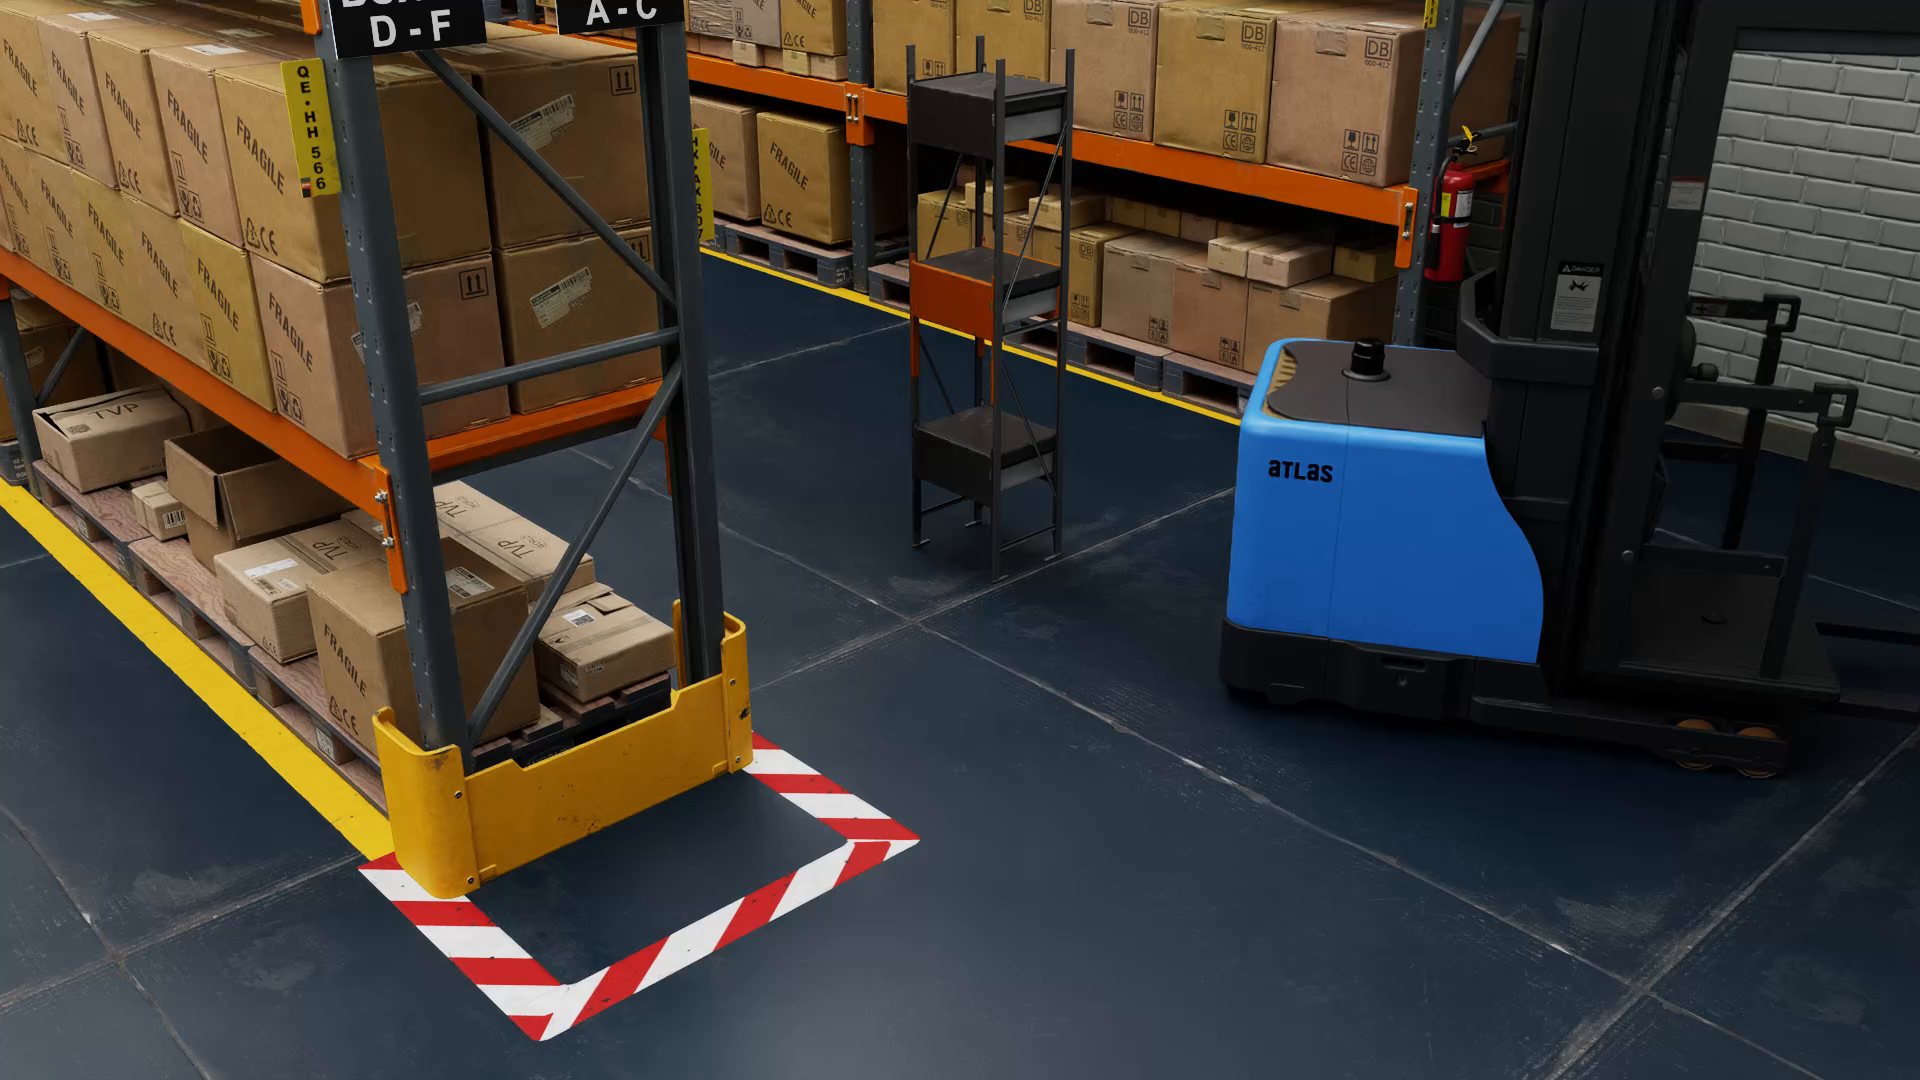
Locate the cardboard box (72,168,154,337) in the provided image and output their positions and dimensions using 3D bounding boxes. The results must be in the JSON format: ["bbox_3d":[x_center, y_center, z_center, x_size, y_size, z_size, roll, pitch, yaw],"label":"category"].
[{"bbox_3d":[-2.707,-1.051,5.818,0.500,0.500,0.500,-22,32,-39],"label":"cardboard box"}]

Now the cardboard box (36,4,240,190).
[{"bbox_3d":[-2.724,-1.506,5.613,0.500,0.500,0.500,-20,31,-37],"label":"cardboard box"}]

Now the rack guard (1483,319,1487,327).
[{"bbox_3d":[2.466,-0.747,8.285,1.175,0.500,0.348,-21,32,-38],"label":"rack guard"}]

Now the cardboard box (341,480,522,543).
[{"bbox_3d":[-2.012,0.018,6.380,0.500,0.250,0.500,-21,32,-38],"label":"cardboard box"}]

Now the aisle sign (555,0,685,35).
[{"bbox_3d":[-0.903,-1.730,4.297,0.394,0.787,0.004,-21,32,-38],"label":"aisle sign"}]

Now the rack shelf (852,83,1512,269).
[{"bbox_3d":[1.082,-2.170,9.260,1.077,0.370,4.000,-21,32,-38],"label":"rack shelf"}]

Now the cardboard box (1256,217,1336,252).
[{"bbox_3d":[1.782,-1.596,8.859,0.380,0.149,0.250,-21,32,-38],"label":"cardboard box"}]

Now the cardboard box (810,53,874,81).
[{"bbox_3d":[-0.722,-3.020,10.535,0.380,0.149,0.250,-21,32,-38],"label":"cardboard box"}]

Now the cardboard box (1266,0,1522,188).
[{"bbox_3d":[2.093,-2.180,8.052,0.980,0.700,0.700,-20,31,-36],"label":"cardboard box"}]

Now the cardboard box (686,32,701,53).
[{"bbox_3d":[-1.732,-3.501,11.589,0.380,0.149,0.250,-20,31,-37],"label":"cardboard box"}]

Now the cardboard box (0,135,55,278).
[{"bbox_3d":[-3.396,-1.356,6.489,0.500,0.500,0.500,-21,32,-38],"label":"cardboard box"}]

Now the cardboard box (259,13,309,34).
[{"bbox_3d":[-1.976,-1.504,5.607,0.500,0.500,0.500,-21,32,-38],"label":"cardboard box"}]

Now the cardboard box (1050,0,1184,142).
[{"bbox_3d":[1.074,-2.630,9.040,0.700,0.700,0.980,22,32,39],"label":"cardboard box"}]

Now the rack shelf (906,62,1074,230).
[{"bbox_3d":[0.113,-1.530,6.419,0.431,0.518,0.480,-21,32,-38],"label":"rack shelf"}]

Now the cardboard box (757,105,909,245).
[{"bbox_3d":[-0.824,-2.476,11.148,0.750,0.750,0.750,-21,32,-38],"label":"cardboard box"}]

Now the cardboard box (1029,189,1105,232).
[{"bbox_3d":[0.609,-1.883,9.488,0.380,0.149,0.250,-22,33,-40],"label":"cardboard box"}]

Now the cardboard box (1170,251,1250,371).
[{"bbox_3d":[1.556,-1.280,8.949,0.700,0.500,0.500,-21,32,-39],"label":"cardboard box"}]

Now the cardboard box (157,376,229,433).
[{"bbox_3d":[-3.302,-0.668,7.581,0.500,0.500,0.500,-21,32,-38],"label":"cardboard box"}]

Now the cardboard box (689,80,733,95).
[{"bbox_3d":[-2.018,-3.001,12.298,0.750,0.750,0.750,-21,32,-39],"label":"cardboard box"}]

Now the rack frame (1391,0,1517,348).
[{"bbox_3d":[2.449,-1.891,7.782,1.000,3.000,0.127,-21,32,-38],"label":"rack frame"}]

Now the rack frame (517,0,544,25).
[{"bbox_3d":[-3.019,-4.315,13.095,1.000,3.000,0.127,-21,32,-38],"label":"rack frame"}]

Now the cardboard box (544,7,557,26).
[{"bbox_3d":[-2.963,-4.045,12.780,0.380,0.149,0.250,-22,32,-39],"label":"cardboard box"}]

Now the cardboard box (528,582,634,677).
[{"bbox_3d":[-1.370,0.304,5.854,0.380,0.166,0.250,-21,32,-38],"label":"cardboard box"}]

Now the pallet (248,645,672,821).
[{"bbox_3d":[-1.762,0.520,5.857,1.003,0.211,1.213,-21,32,-38],"label":"pallet"}]

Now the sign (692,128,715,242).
[{"bbox_3d":[-0.768,-1.033,4.857,0.100,0.325,0.005,-21,32,-38],"label":"sign"}]

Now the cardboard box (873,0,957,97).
[{"bbox_3d":[0.074,-3.071,10.006,0.980,0.700,0.700,-21,32,-38],"label":"cardboard box"}]

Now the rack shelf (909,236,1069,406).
[{"bbox_3d":[0.113,-0.893,6.710,0.431,0.518,0.480,-21,32,-38],"label":"rack shelf"}]

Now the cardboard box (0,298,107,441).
[{"bbox_3d":[-4.445,-0.828,7.933,0.500,0.500,0.500,-21,32,-39],"label":"cardboard box"}]

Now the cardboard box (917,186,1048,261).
[{"bbox_3d":[0.152,-1.901,10.310,0.700,0.500,0.500,-21,32,-38],"label":"cardboard box"}]

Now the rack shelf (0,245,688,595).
[{"bbox_3d":[-2.531,-0.764,6.177,1.077,0.370,4.000,-21,32,-38],"label":"rack shelf"}]

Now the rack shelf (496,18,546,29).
[{"bbox_3d":[-4.386,-4.594,14.572,1.077,0.370,4.000,-21,32,-38],"label":"rack shelf"}]

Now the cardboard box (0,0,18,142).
[{"bbox_3d":[-3.428,-1.818,6.297,0.500,0.500,0.500,-22,33,-40],"label":"cardboard box"}]

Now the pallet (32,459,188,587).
[{"bbox_3d":[-3.429,-0.220,7.478,1.003,0.211,1.213,-21,32,-38],"label":"pallet"}]

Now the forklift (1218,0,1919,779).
[{"bbox_3d":[2.509,-0.788,5.446,3.031,2.935,1.130,7,25,14],"label":"forklift"}]

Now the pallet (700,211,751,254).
[{"bbox_3d":[-1.705,-2.417,12.293,1.003,0.211,1.213,-21,32,-38],"label":"pallet"}]

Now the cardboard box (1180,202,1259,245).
[{"bbox_3d":[1.437,-1.749,9.194,0.380,0.149,0.250,-21,32,-38],"label":"cardboard box"}]

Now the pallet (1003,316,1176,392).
[{"bbox_3d":[1.016,-1.212,9.653,1.003,0.211,1.213,-21,32,-38],"label":"pallet"}]

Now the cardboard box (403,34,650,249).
[{"bbox_3d":[-1.275,-1.195,4.929,0.500,0.500,0.500,-20,31,-37],"label":"cardboard box"}]

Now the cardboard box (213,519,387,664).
[{"bbox_3d":[-2.343,0.175,6.036,0.500,0.250,0.500,-21,32,-38],"label":"cardboard box"}]

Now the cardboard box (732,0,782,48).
[{"bbox_3d":[-1.140,-3.513,10.834,0.500,0.500,0.500,-21,32,-38],"label":"cardboard box"}]

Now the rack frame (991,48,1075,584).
[{"bbox_3d":[0.280,-0.831,6.542,0.400,2.100,0.015,-21,32,-38],"label":"rack frame"}]

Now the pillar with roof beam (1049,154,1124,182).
[{"bbox_3d":[-2.317,-4.645,6.589,9.100,9.000,0.400,-21,32,-38],"label":"pillar with roof beam"}]

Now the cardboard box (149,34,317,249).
[{"bbox_3d":[-2.015,-1.195,4.930,0.500,0.500,0.500,-20,31,-37],"label":"cardboard box"}]

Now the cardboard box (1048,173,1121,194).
[{"bbox_3d":[0.740,-2.058,9.872,0.380,0.149,0.250,-23,33,-40],"label":"cardboard box"}]

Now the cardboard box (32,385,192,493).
[{"bbox_3d":[-3.769,-0.485,7.409,0.500,0.311,0.500,-21,32,-38],"label":"cardboard box"}]

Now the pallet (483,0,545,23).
[{"bbox_3d":[-3.584,-4.414,13.542,1.213,0.211,1.003,-21,32,-38],"label":"pallet"}]

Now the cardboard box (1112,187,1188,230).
[{"bbox_3d":[1.089,-1.903,9.532,0.380,0.149,0.250,-22,32,-39],"label":"cardboard box"}]

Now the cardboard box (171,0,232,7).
[{"bbox_3d":[-2.667,-1.810,6.279,0.500,0.500,0.500,-21,32,-38],"label":"cardboard box"}]

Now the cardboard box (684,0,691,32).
[{"bbox_3d":[-1.822,-3.818,11.502,0.500,0.500,0.500,-20,31,-37],"label":"cardboard box"}]

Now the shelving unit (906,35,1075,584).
[{"bbox_3d":[0.113,-0.905,6.704,0.431,2.100,0.503,-21,32,-38],"label":"shelving unit"}]

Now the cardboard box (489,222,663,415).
[{"bbox_3d":[-1.275,-0.740,5.137,0.500,0.500,0.500,-20,32,-37],"label":"cardboard box"}]

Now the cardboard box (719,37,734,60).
[{"bbox_3d":[-1.398,-3.337,11.230,0.380,0.149,0.250,-21,32,-38],"label":"cardboard box"}]

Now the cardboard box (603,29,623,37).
[{"bbox_3d":[-2.415,-3.820,12.288,0.380,0.149,0.250,-22,32,-39],"label":"cardboard box"}]

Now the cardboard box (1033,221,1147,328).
[{"bbox_3d":[0.842,-1.592,9.632,0.700,0.500,0.500,-20,31,-37],"label":"cardboard box"}]

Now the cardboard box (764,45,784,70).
[{"bbox_3d":[-1.056,-3.181,10.888,0.380,0.149,0.250,-20,31,-37],"label":"cardboard box"}]

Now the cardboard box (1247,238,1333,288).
[{"bbox_3d":[1.677,-1.411,8.454,0.380,0.149,0.250,-22,32,-39],"label":"cardboard box"}]

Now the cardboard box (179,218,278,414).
[{"bbox_3d":[-2.026,-0.745,5.149,0.500,0.500,0.500,-21,32,-38],"label":"cardboard box"}]
